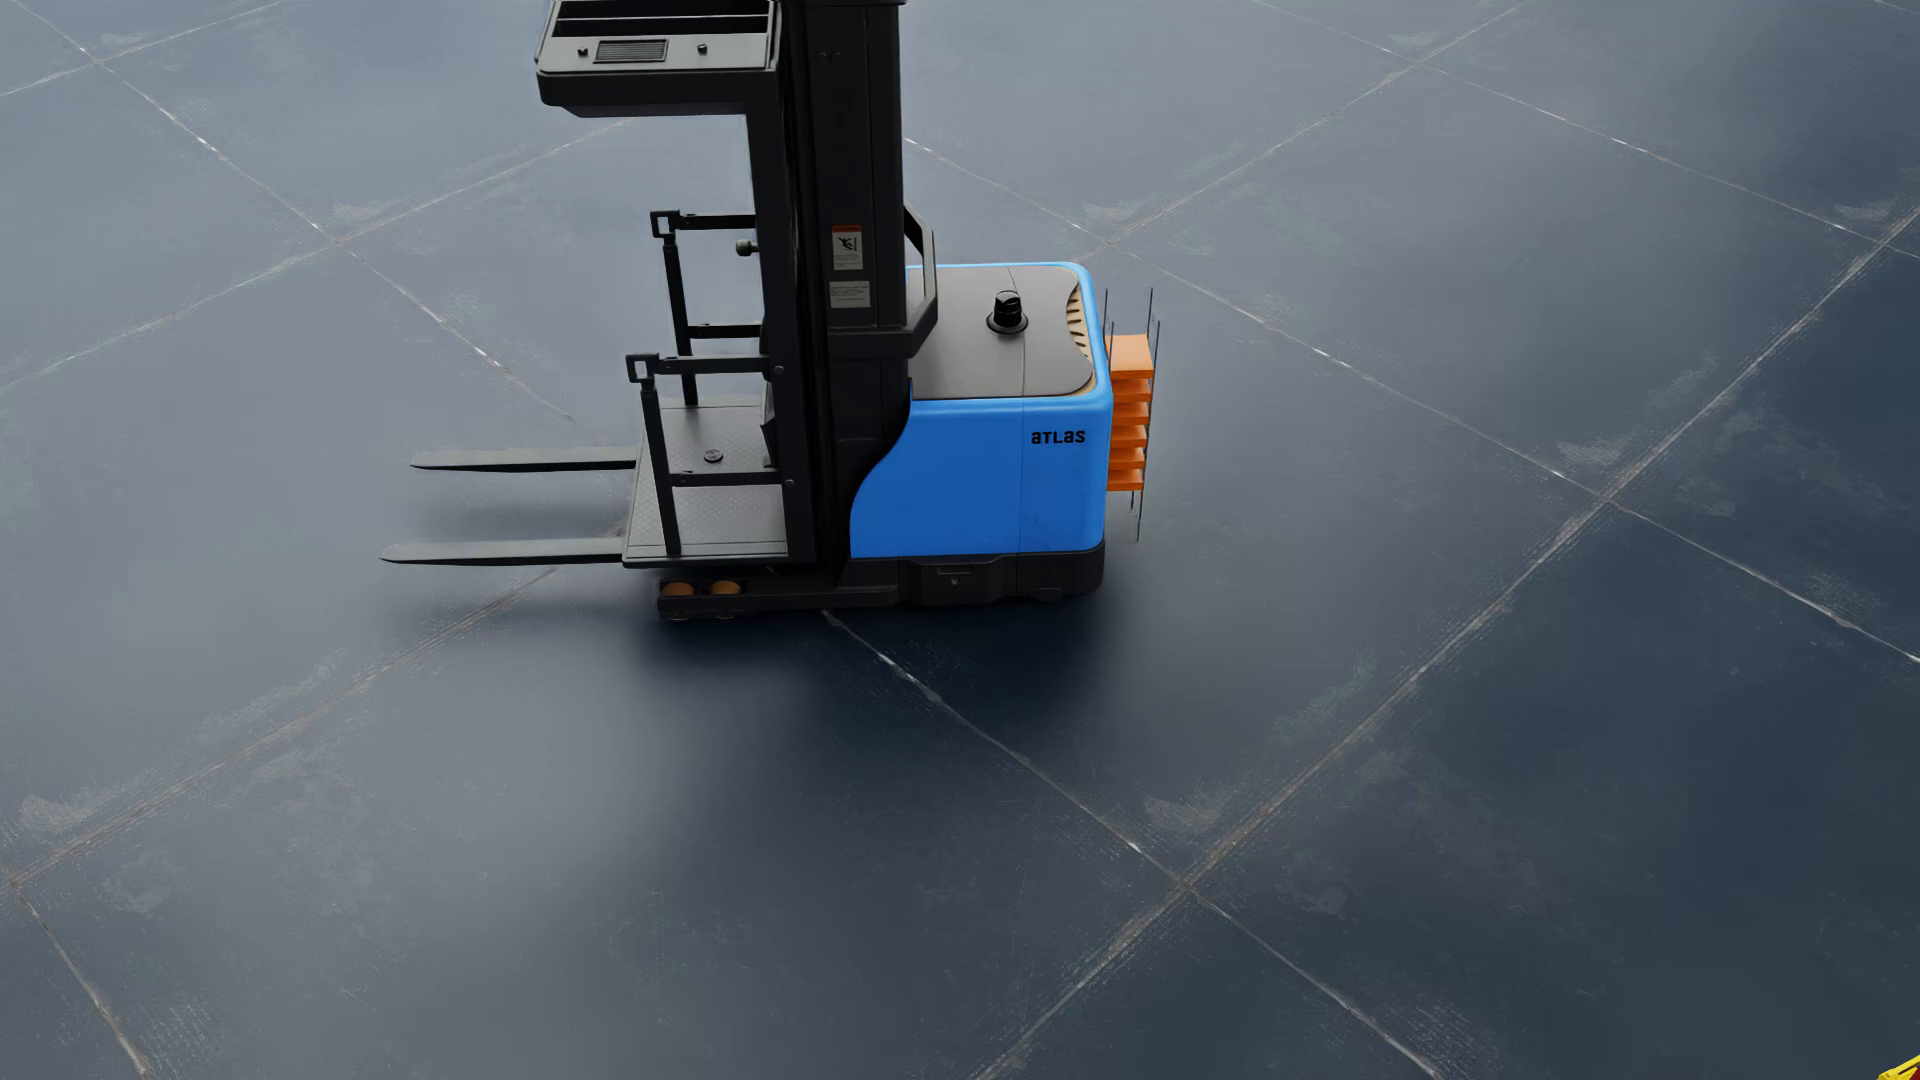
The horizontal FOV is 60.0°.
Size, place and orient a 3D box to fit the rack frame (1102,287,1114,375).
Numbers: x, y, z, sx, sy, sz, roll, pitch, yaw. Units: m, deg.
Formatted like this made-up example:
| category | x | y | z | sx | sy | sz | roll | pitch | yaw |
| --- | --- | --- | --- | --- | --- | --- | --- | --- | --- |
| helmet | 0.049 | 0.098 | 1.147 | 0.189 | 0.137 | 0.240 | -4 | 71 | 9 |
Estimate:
| category | x | y | z | sx | sy | sz | roll | pitch | yaw |
| --- | --- | --- | --- | --- | --- | --- | --- | --- | --- |
| rack frame | 0.597 | -0.498 | 7.022 | 0.006 | 1.200 | 0.240 | -2 | 43 | -2 |

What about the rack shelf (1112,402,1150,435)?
| category | x | y | z | sx | sy | sz | roll | pitch | yaw |
| --- | --- | --- | --- | --- | --- | --- | --- | --- | --- |
| rack shelf | 0.688 | -0.556 | 6.974 | 0.180 | 0.103 | 0.258 | -2 | 43 | -2 |

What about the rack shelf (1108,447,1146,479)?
| category | x | y | z | sx | sy | sz | roll | pitch | yaw |
| --- | --- | --- | --- | --- | --- | --- | --- | --- | --- |
| rack shelf | 0.688 | -0.380 | 7.137 | 0.180 | 0.103 | 0.258 | -2 | 43 | -2 |

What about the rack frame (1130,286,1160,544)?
| category | x | y | z | sx | sy | sz | roll | pitch | yaw |
| --- | --- | --- | --- | --- | --- | --- | --- | --- | --- |
| rack frame | 0.780 | -0.504 | 7.029 | 0.006 | 1.200 | 0.240 | -2 | 43 | -2 |

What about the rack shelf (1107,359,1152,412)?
| category | x | y | z | sx | sy | sz | roll | pitch | yaw |
| --- | --- | --- | --- | --- | --- | --- | --- | --- | --- |
| rack shelf | 0.688 | -0.645 | 6.893 | 0.180 | 0.103 | 0.258 | -2 | 43 | -2 |

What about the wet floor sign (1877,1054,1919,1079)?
| category | x | y | z | sx | sy | sz | roll | pitch | yaw |
| --- | --- | --- | --- | --- | --- | --- | --- | --- | --- |
| wet floor sign | 2.751 | 1.733 | 5.016 | 0.267 | 0.644 | 0.232 | -18 | 46 | -18 |

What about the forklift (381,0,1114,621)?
| category | x | y | z | sx | sy | sz | roll | pitch | yaw |
| --- | --- | --- | --- | --- | --- | --- | --- | --- | --- |
| forklift | -0.924 | -1.106 | 6.405 | 3.031 | 2.935 | 1.130 | -2 | 43 | -2 |

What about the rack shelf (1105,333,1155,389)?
| category | x | y | z | sx | sy | sz | roll | pitch | yaw |
| --- | --- | --- | --- | --- | --- | --- | --- | --- | --- |
| rack shelf | 0.688 | -0.733 | 6.811 | 0.180 | 0.103 | 0.258 | -2 | 43 | -2 |

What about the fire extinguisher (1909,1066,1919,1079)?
| category | x | y | z | sx | sy | sz | roll | pitch | yaw |
| --- | --- | --- | --- | --- | --- | --- | --- | --- | --- |
| fire extinguisher | 2.373 | 1.225 | 3.888 | 0.296 | 0.674 | 0.183 | -34 | 53 | -31 |

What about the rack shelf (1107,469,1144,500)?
| category | x | y | z | sx | sy | sz | roll | pitch | yaw |
| --- | --- | --- | --- | --- | --- | --- | --- | --- | --- |
| rack shelf | 0.688 | -0.292 | 7.218 | 0.180 | 0.103 | 0.258 | -2 | 43 | -2 |

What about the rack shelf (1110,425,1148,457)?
| category | x | y | z | sx | sy | sz | roll | pitch | yaw |
| --- | --- | --- | --- | --- | --- | --- | --- | --- | --- |
| rack shelf | 0.688 | -0.468 | 7.056 | 0.180 | 0.103 | 0.258 | -2 | 43 | -2 |

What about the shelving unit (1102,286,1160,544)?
| category | x | y | z | sx | sy | sz | roll | pitch | yaw |
| --- | --- | --- | --- | --- | --- | --- | --- | --- | --- |
| shelving unit | 0.688 | -0.501 | 7.025 | 0.189 | 1.200 | 0.258 | -2 | 43 | -2 |
